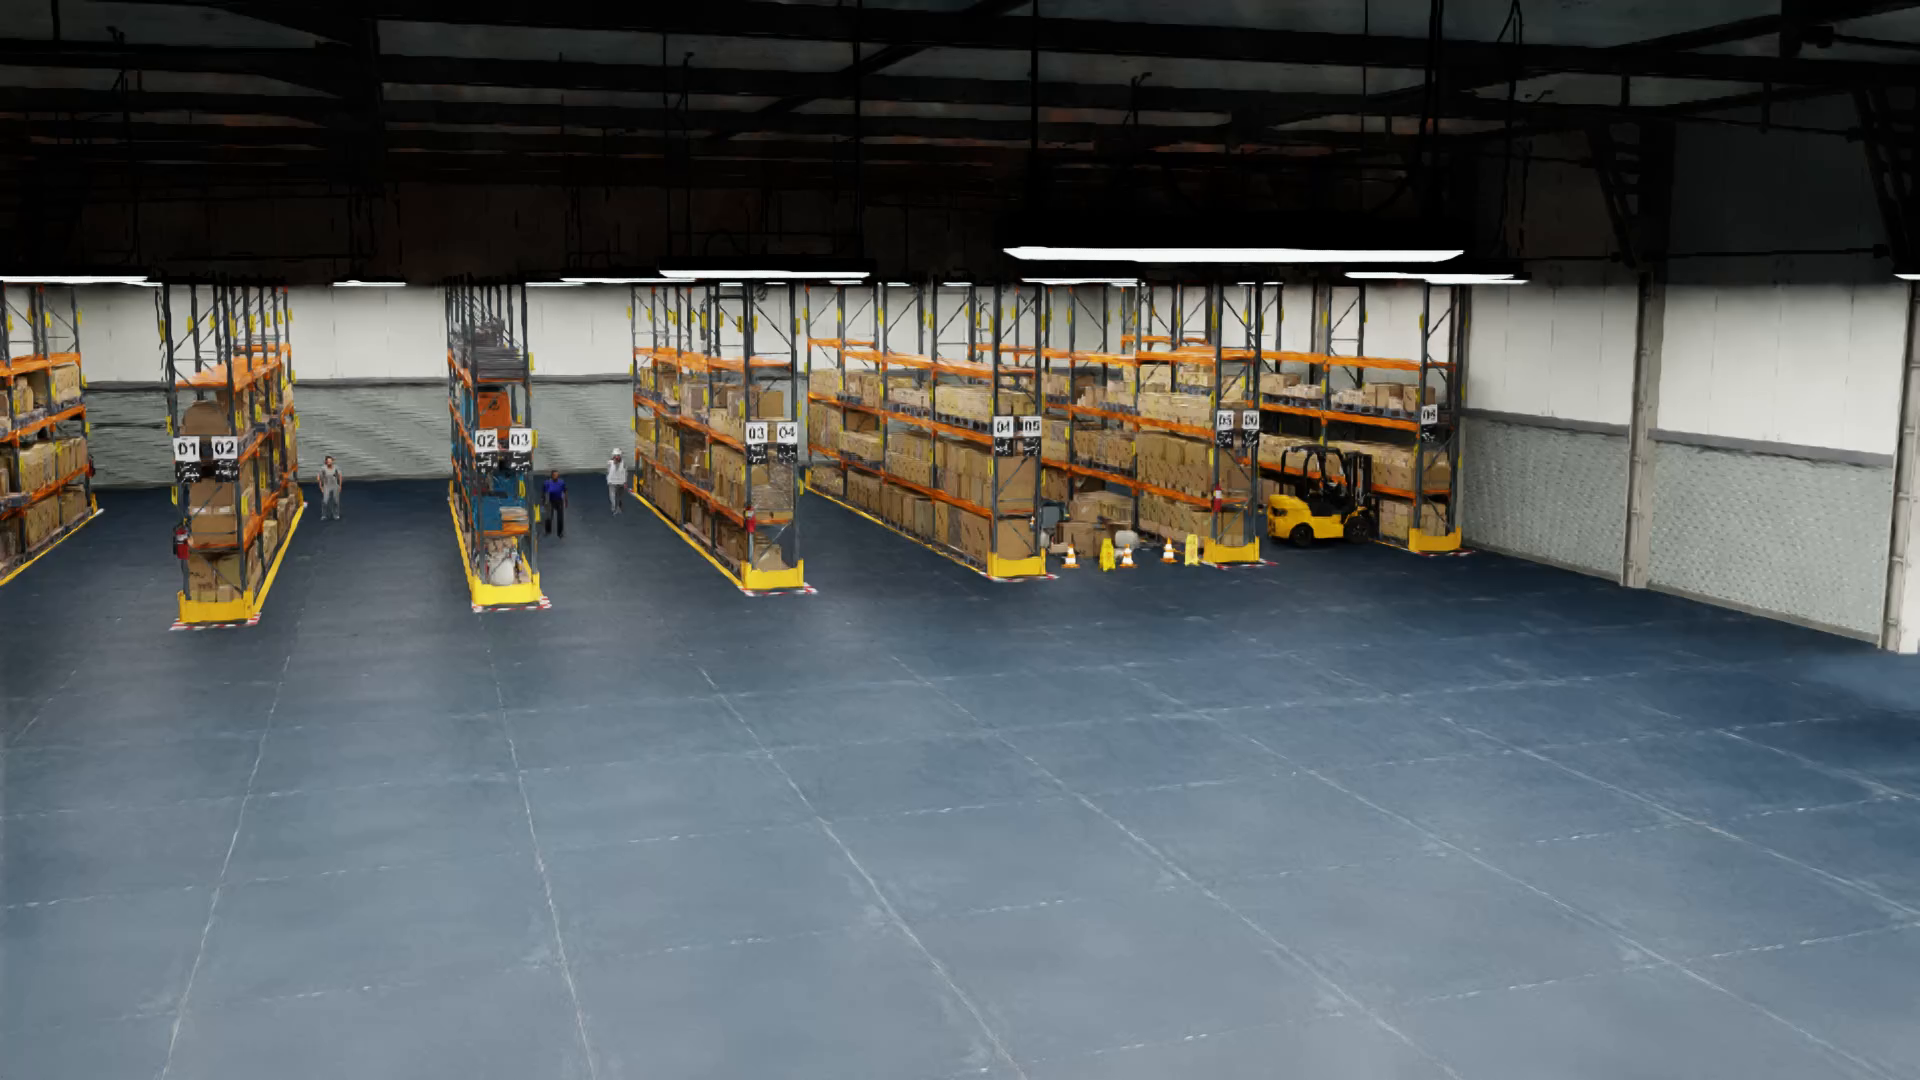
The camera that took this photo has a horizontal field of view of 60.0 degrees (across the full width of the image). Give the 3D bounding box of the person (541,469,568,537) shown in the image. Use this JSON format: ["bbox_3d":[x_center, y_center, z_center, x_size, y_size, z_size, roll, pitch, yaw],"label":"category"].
[{"bbox_3d":[-9.354,-0.843,38.395,0.592,1.604,0.518,-3,9,-20],"label":"person"}]

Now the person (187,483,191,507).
[{"bbox_3d":[-19.496,-1.540,42.270,0.400,1.769,0.674,-7,11,-39],"label":"person"}]

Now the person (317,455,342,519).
[{"bbox_3d":[-15.704,-1.318,41.484,0.578,1.619,0.507,-4,9,-23],"label":"person"}]

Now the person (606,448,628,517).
[{"bbox_3d":[-8.664,-1.478,42.119,0.544,1.698,1.105,-3,9,-18],"label":"person"}]
